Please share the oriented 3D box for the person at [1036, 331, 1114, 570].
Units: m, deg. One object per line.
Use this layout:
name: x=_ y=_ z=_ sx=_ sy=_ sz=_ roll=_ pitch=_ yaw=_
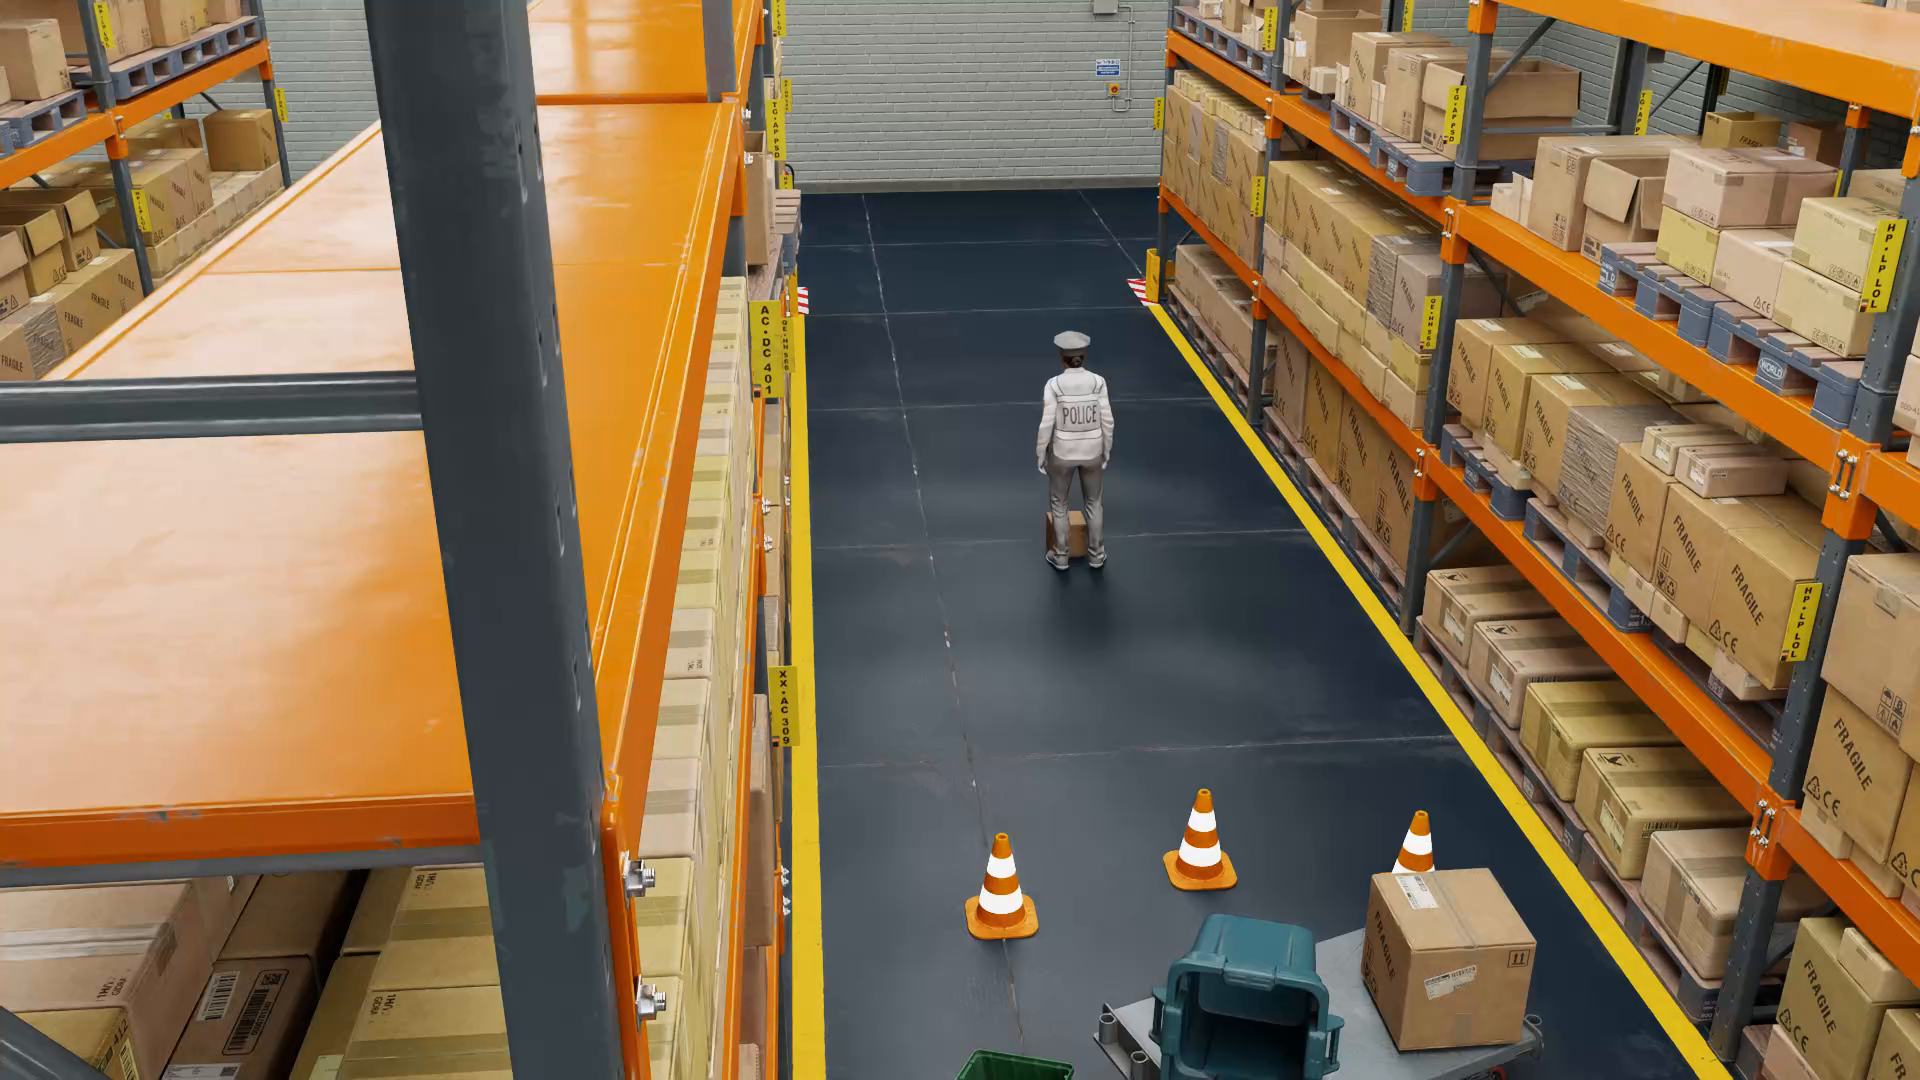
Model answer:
person: x=0.788 y=-0.590 z=11.429 sx=0.544 sy=1.663 sz=0.376 roll=-4 pitch=24 yaw=-8
